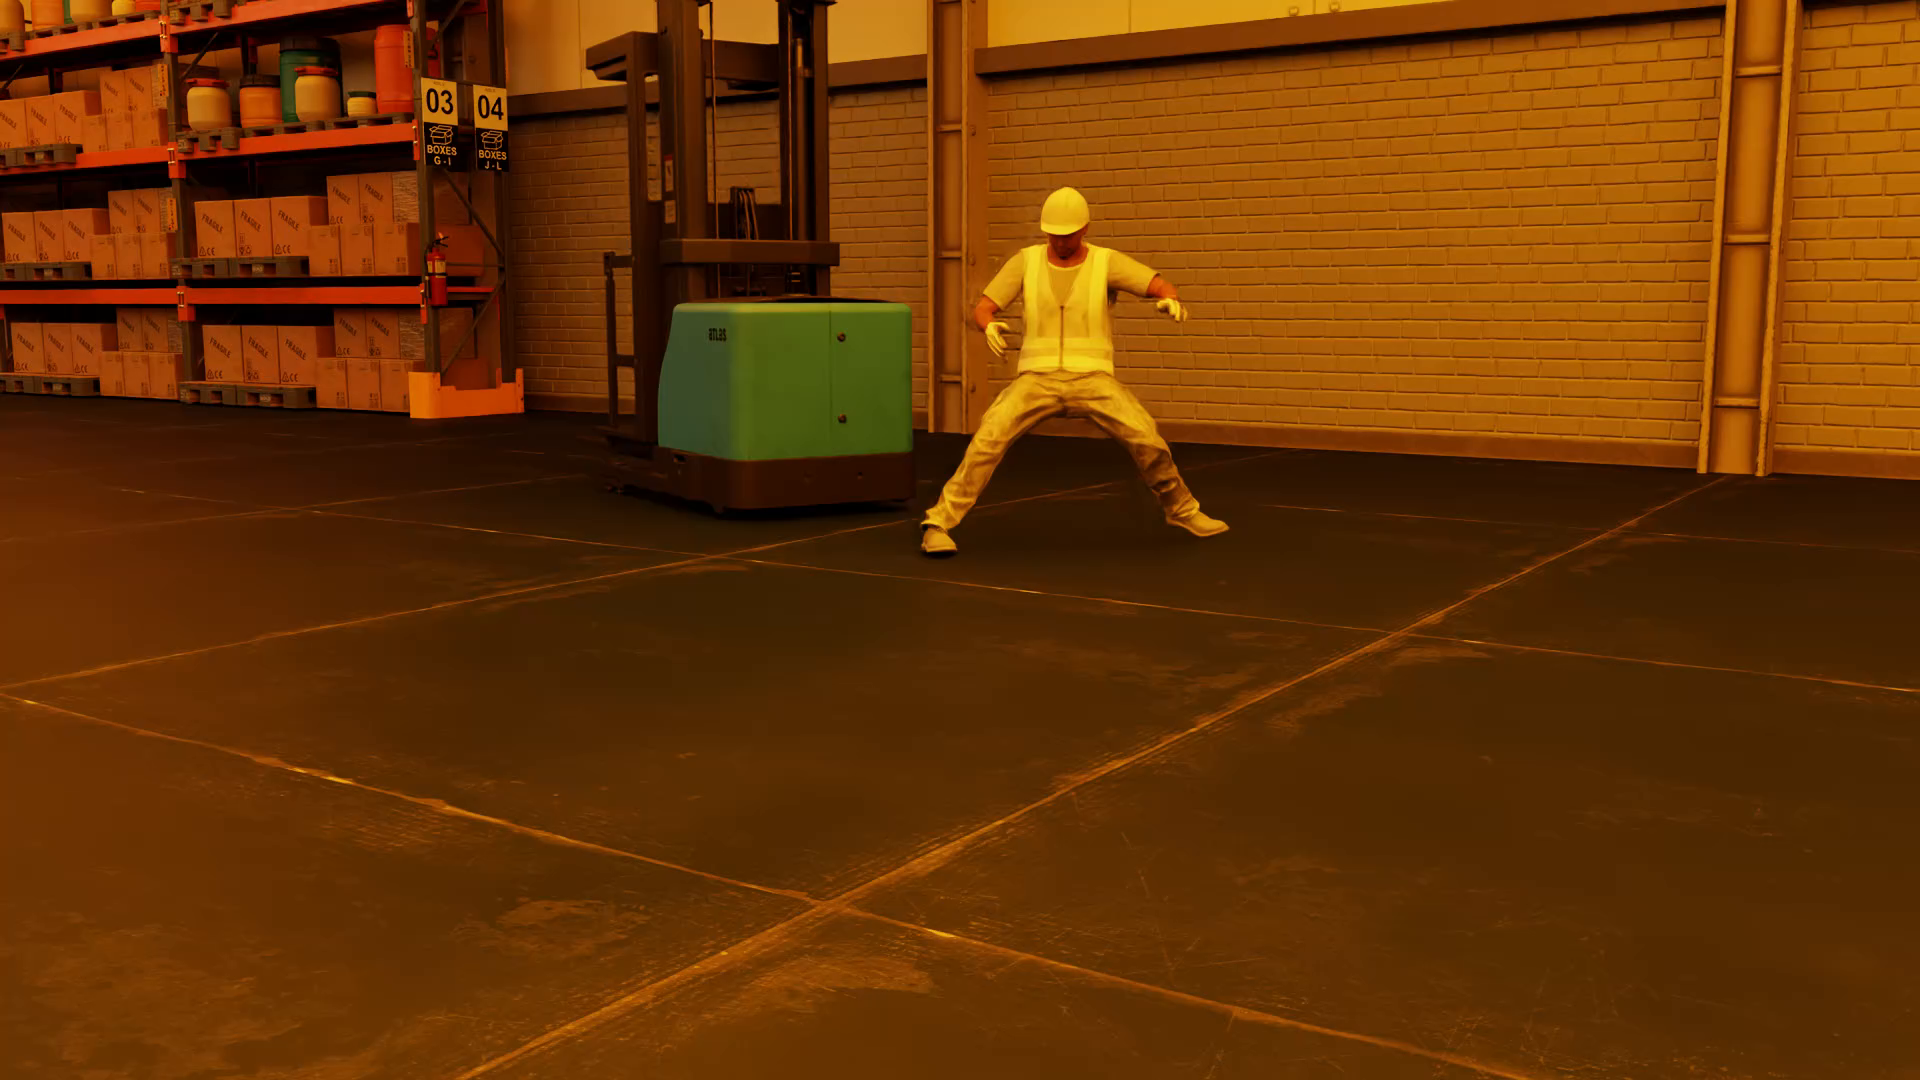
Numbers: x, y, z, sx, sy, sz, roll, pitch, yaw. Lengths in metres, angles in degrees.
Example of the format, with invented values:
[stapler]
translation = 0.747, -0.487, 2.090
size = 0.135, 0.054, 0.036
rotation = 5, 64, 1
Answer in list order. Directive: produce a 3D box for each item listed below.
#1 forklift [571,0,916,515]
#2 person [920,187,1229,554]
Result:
[forklift]
translation = -1.430, -1.743, 9.453
size = 1.130, 2.935, 3.031
rotation = -5, 9, -31
[person]
translation = 0.512, -0.740, 7.235
size = 1.331, 1.564, 0.839
rotation = 1, 8, 9
